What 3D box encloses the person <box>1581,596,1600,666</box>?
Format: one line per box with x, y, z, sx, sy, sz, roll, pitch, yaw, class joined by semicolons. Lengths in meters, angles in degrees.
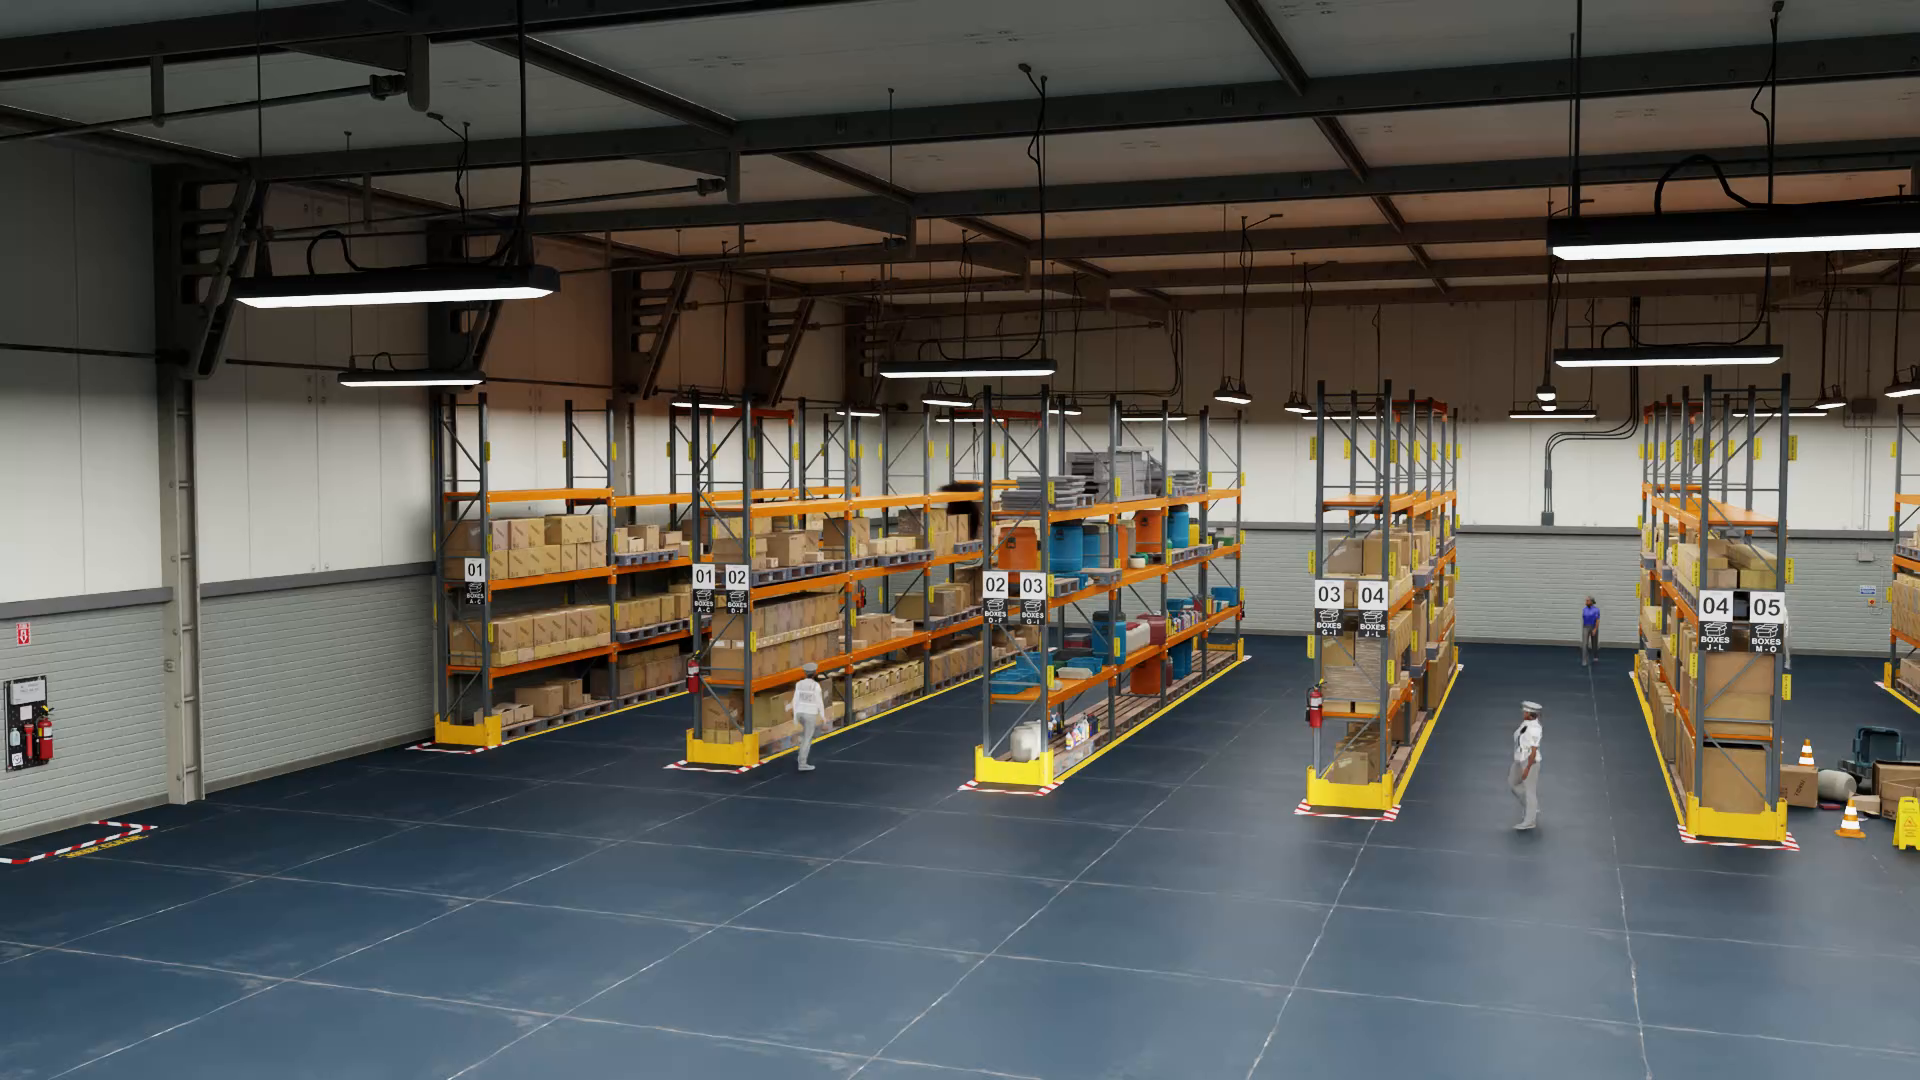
14.758;2.117;38.919;0.402;1.605;0.950;1;3;24;person

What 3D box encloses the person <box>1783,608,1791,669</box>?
18.942;2.118;38.455;0.560;1.694;0.364;3;4;43;person

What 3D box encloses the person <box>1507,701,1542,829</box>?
7.554;2.976;22.171;0.478;1.677;0.554;0;3;-7;person

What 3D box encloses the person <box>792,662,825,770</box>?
-2.387;2.783;26.118;0.484;1.713;0.496;-3;4;-44;person
